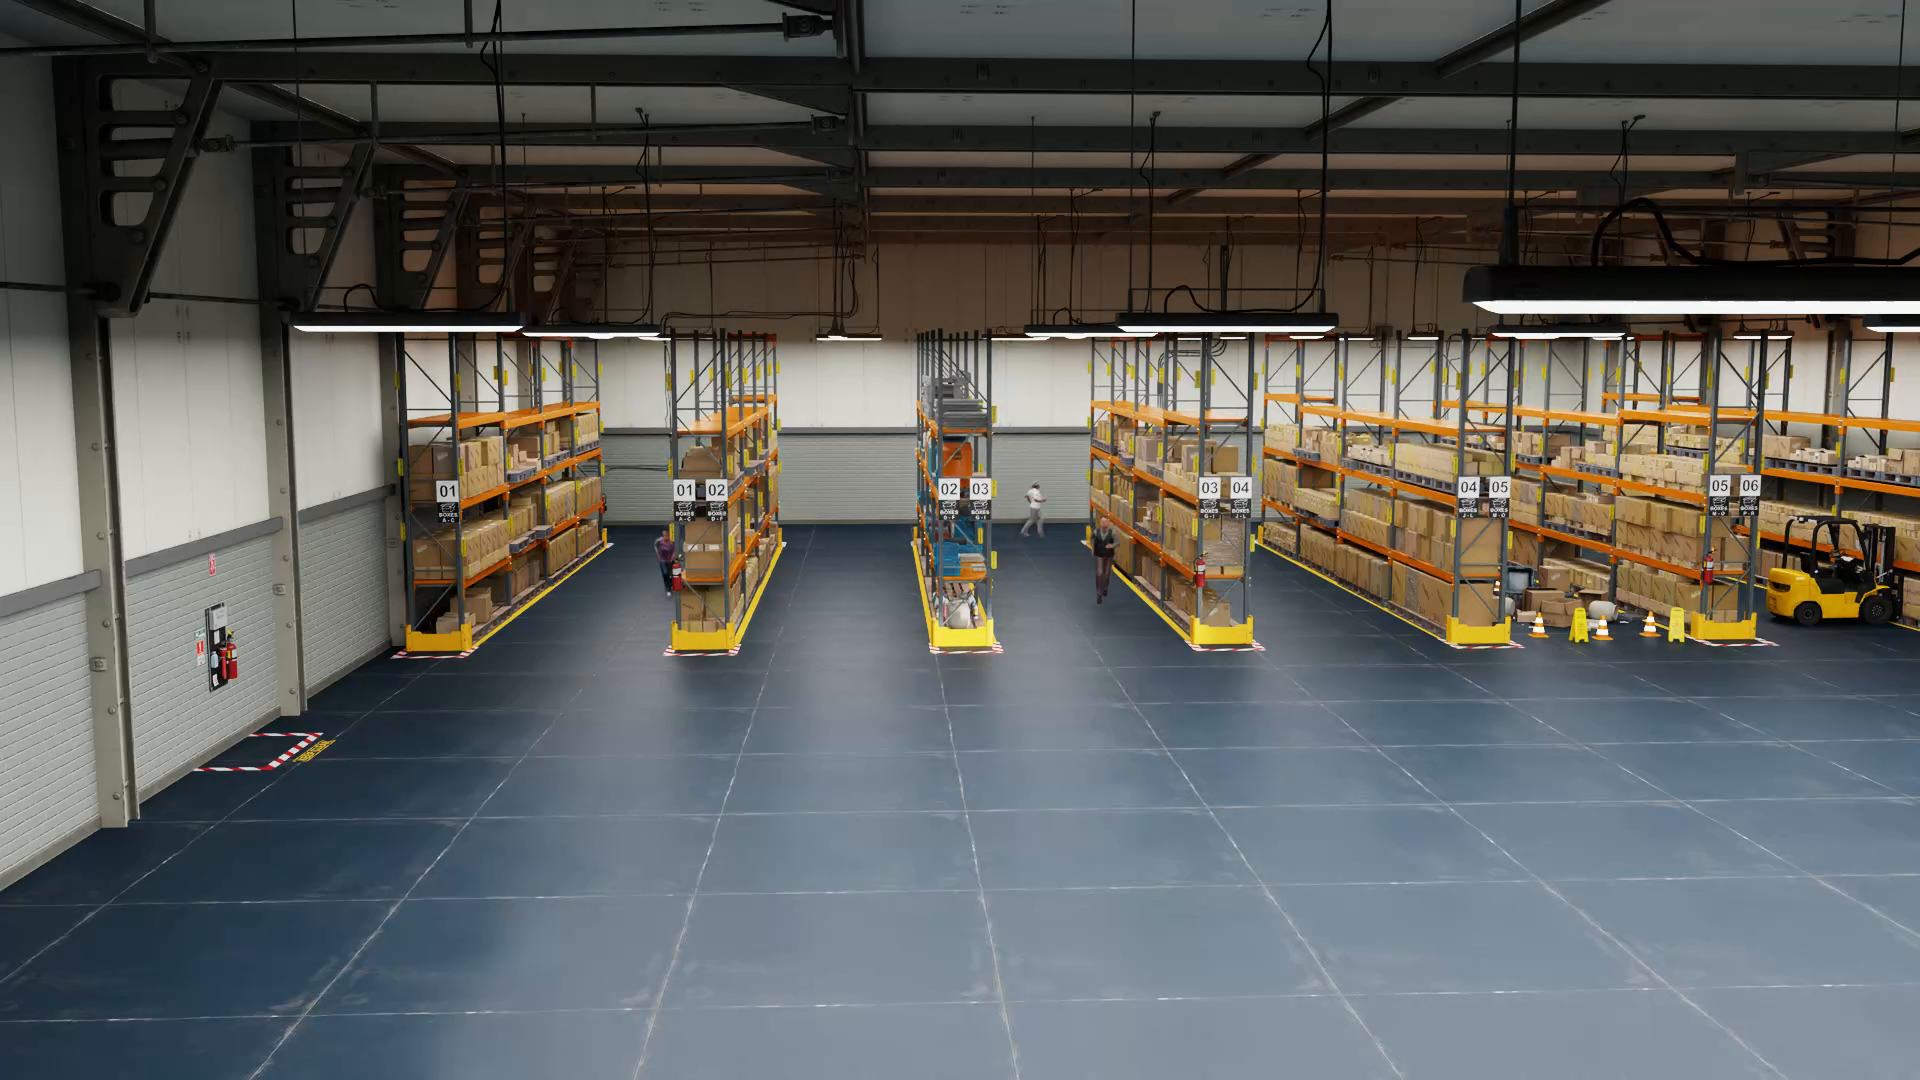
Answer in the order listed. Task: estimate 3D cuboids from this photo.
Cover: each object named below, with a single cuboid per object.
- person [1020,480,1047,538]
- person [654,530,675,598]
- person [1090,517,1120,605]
[{"bbox_3d":[2.180,-0.901,49.052,0.789,1.744,0.567,0,7,3],"label":"person"},{"bbox_3d":[-6.683,0.511,38.009,0.557,1.548,0.894,0,7,0],"label":"person"},{"bbox_3d":[3.092,0.426,35.460,0.637,1.839,0.729,0,7,2],"label":"person"}]
